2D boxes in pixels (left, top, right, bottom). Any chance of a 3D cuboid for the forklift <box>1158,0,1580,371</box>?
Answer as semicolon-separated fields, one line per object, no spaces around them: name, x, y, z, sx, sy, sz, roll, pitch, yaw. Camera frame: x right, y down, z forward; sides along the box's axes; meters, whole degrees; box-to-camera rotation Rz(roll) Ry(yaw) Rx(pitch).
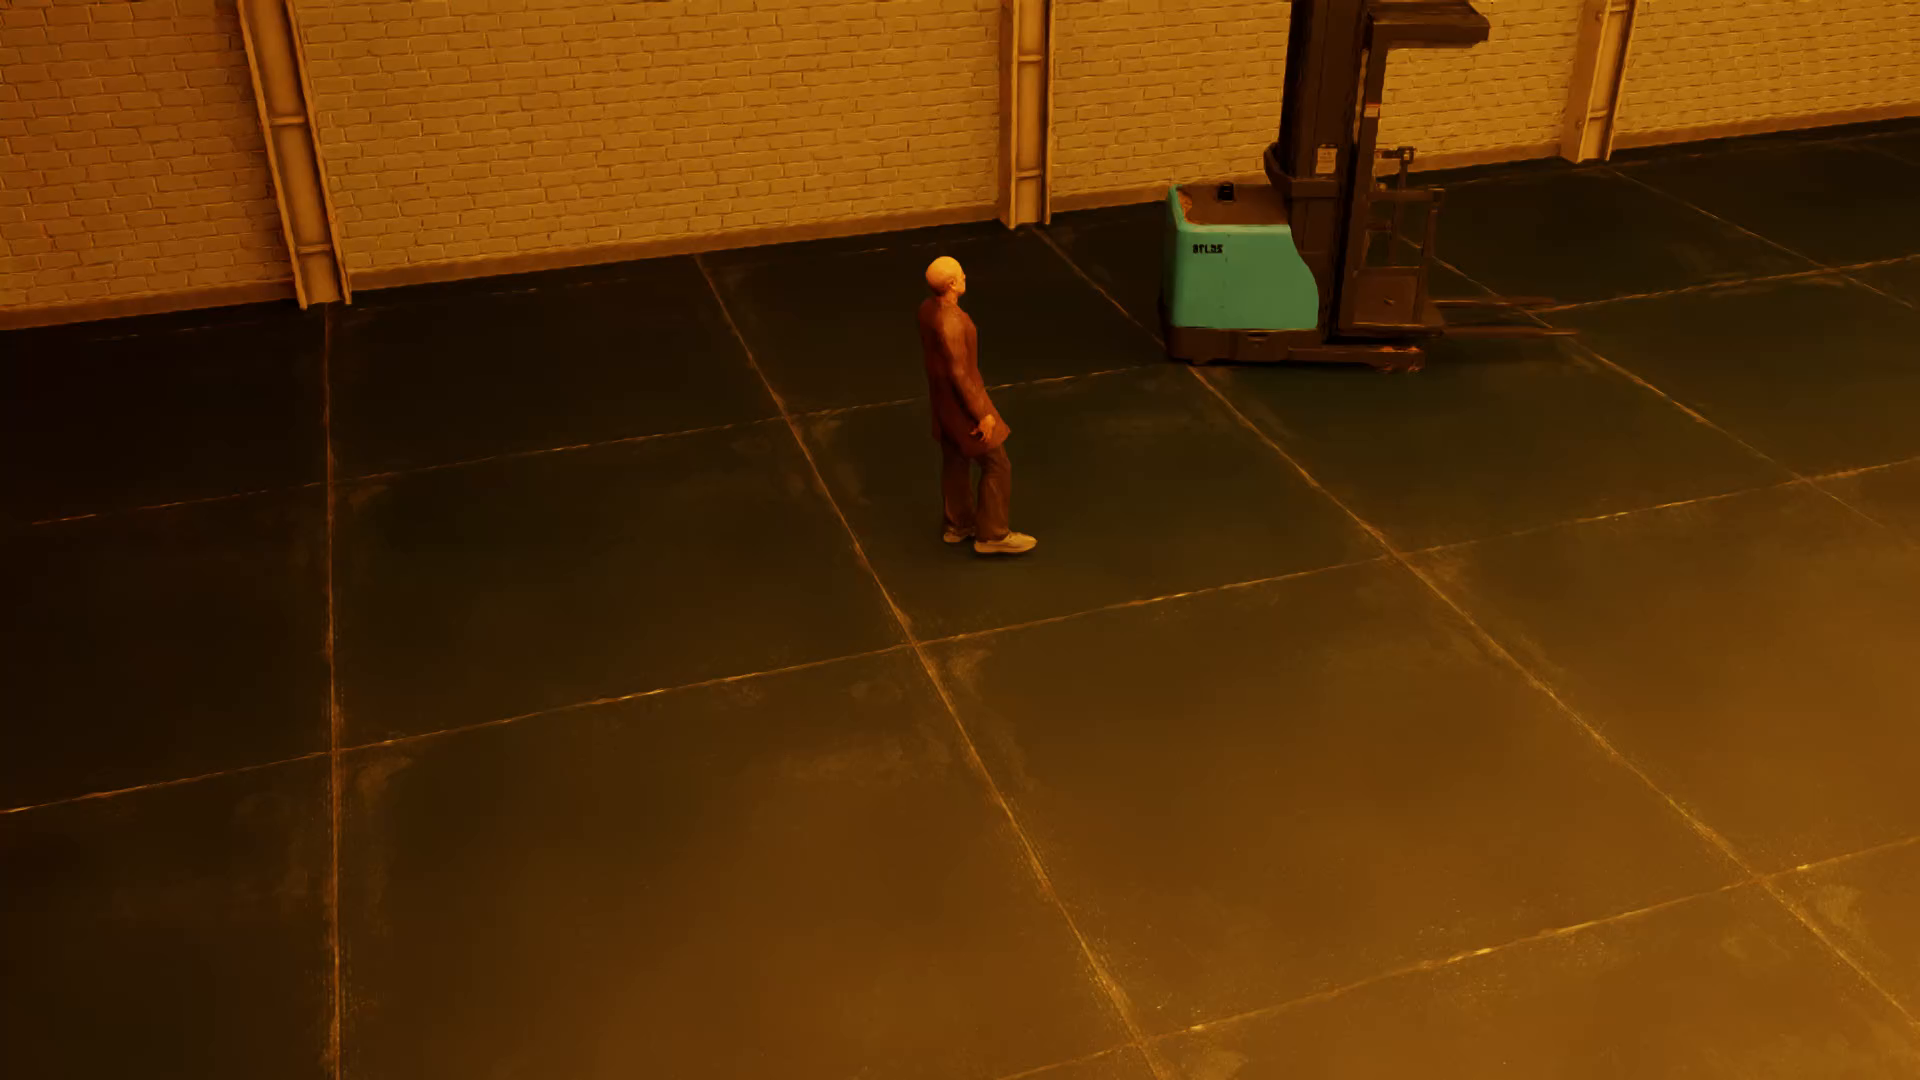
forklift;3.051;-2.782;11.923;3.031;2.935;1.130;1;30;1

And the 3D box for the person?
person;0.086;-0.790;9.599;0.586;1.775;0.694;-10;31;-16
